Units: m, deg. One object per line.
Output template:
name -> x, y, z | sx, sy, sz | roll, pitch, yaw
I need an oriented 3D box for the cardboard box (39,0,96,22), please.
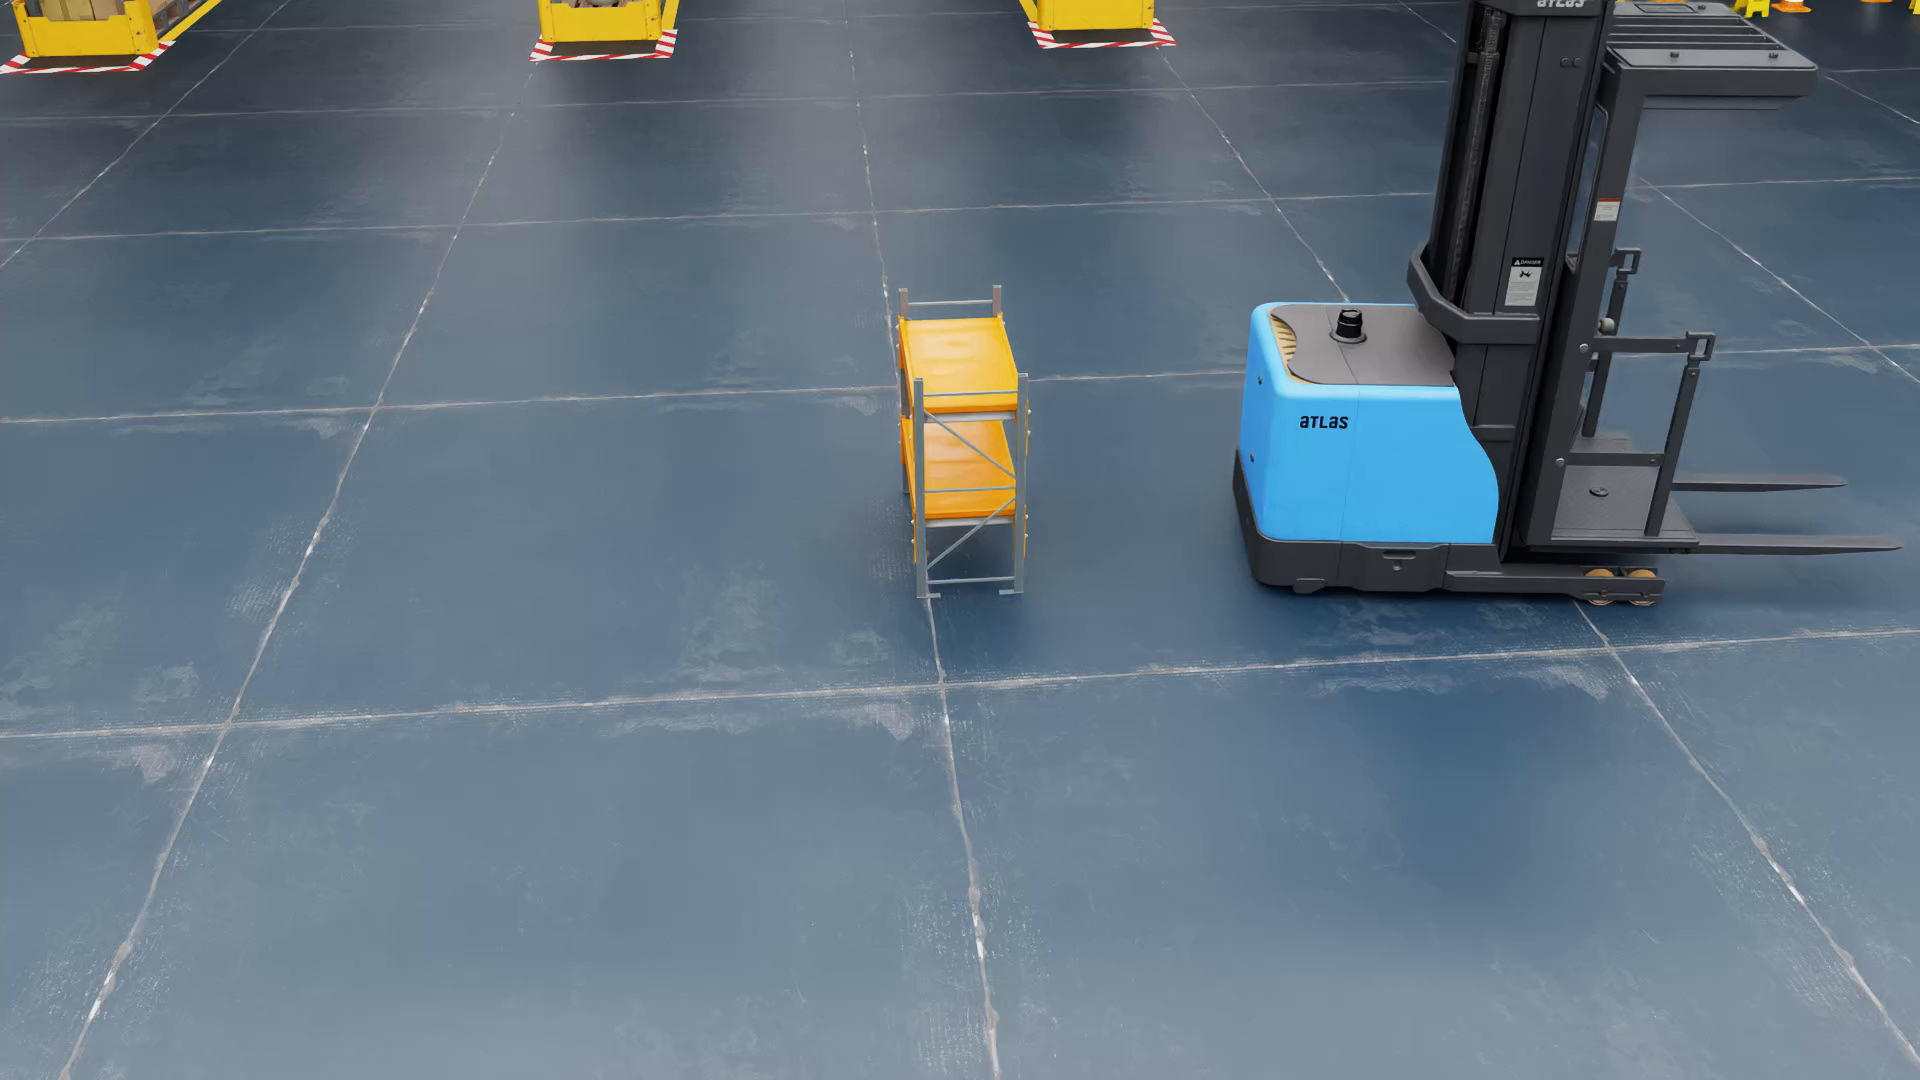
cardboard box -> -8.814, -5.338, 16.534 | 0.500, 0.250, 0.500 | -3, 31, -5

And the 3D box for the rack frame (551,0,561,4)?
rack frame -> -3.537, -6.314, 15.896 | 1.000, 3.000, 0.127 | -3, 31, -5

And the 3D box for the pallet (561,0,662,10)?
pallet -> -3.662, -5.568, 17.367 | 1.003, 0.211, 1.213 | -3, 31, -5

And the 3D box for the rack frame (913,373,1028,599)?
rack frame -> 0.047, -0.227, 7.533 | 0.500, 1.125, 0.032 | -3, 31, -5

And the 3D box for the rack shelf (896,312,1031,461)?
rack shelf -> -0.001, -0.738, 7.817 | 0.538, 0.278, 1.000 | -3, 31, -5

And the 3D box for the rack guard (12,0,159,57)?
rack guard -> -8.467, -4.993, 16.122 | 1.175, 0.500, 0.348 | -3, 31, -5

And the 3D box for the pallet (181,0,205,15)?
pallet -> -8.693, -5.891, 17.907 | 1.003, 0.211, 1.213 | -3, 31, -5

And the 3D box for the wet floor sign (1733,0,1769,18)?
wet floor sign -> 8.316, -5.807, 17.342 | 0.267, 0.644, 0.232 | -8, 32, -13

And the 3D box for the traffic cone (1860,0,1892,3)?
traffic cone -> 9.936, -6.095, 18.003 | 0.336, 0.463, 0.334 | -3, 31, -5

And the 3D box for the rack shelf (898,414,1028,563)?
rack shelf -> -0.001, -0.276, 8.093 | 0.538, 0.278, 1.000 | -3, 31, -5

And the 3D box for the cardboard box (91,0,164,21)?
cardboard box -> -8.298, -5.363, 16.575 | 0.500, 0.250, 0.500 | -3, 31, -5

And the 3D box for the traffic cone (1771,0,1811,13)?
traffic cone -> 8.863, -5.868, 17.623 | 0.336, 0.463, 0.334 | -3, 31, -5

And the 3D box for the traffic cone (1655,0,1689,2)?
traffic cone -> 7.706, -5.987, 17.823 | 0.336, 0.463, 0.334 | -3, 31, -5

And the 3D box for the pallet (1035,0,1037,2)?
pallet -> 1.346, -5.809, 17.770 | 1.003, 0.211, 1.213 | -3, 31, -5

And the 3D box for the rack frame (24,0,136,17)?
rack frame -> -8.469, -6.079, 15.502 | 1.000, 3.000, 0.127 | -3, 31, -5

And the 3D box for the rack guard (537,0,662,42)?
rack guard -> -3.591, -5.277, 16.598 | 1.175, 0.500, 0.348 | -3, 31, -5

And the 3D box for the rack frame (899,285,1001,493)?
rack frame -> -0.048, -0.746, 8.402 | 0.500, 1.125, 0.032 | -3, 31, -5

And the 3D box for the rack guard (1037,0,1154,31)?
rack guard -> 1.387, -5.517, 16.999 | 1.175, 0.500, 0.348 | -3, 31, -5

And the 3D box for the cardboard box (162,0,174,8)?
cardboard box -> -8.348, -5.618, 17.002 | 0.500, 0.250, 0.500 | -3, 31, -5

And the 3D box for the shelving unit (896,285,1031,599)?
shelving unit -> -0.001, -0.486, 7.967 | 0.538, 1.125, 1.048 | -3, 31, -5

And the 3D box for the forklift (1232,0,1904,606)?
forklift -> 2.905, -1.230, 7.452 | 3.031, 2.935, 1.130 | 1, 31, 2

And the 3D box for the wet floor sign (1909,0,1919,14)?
wet floor sign -> 10.213, -5.867, 17.443 | 0.267, 0.644, 0.232 | 8, 32, 13

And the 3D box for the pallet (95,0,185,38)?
pallet -> -8.583, -5.270, 16.867 | 1.003, 0.211, 1.213 | -3, 31, -5

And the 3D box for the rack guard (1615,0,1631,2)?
rack guard -> 6.344, -5.652, 17.225 | 1.175, 0.500, 0.348 | -3, 31, -5

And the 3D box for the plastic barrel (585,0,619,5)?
plastic barrel -> -3.675, -5.759, 16.982 | 0.421, 0.512, 0.421 | 0, 31, 0
